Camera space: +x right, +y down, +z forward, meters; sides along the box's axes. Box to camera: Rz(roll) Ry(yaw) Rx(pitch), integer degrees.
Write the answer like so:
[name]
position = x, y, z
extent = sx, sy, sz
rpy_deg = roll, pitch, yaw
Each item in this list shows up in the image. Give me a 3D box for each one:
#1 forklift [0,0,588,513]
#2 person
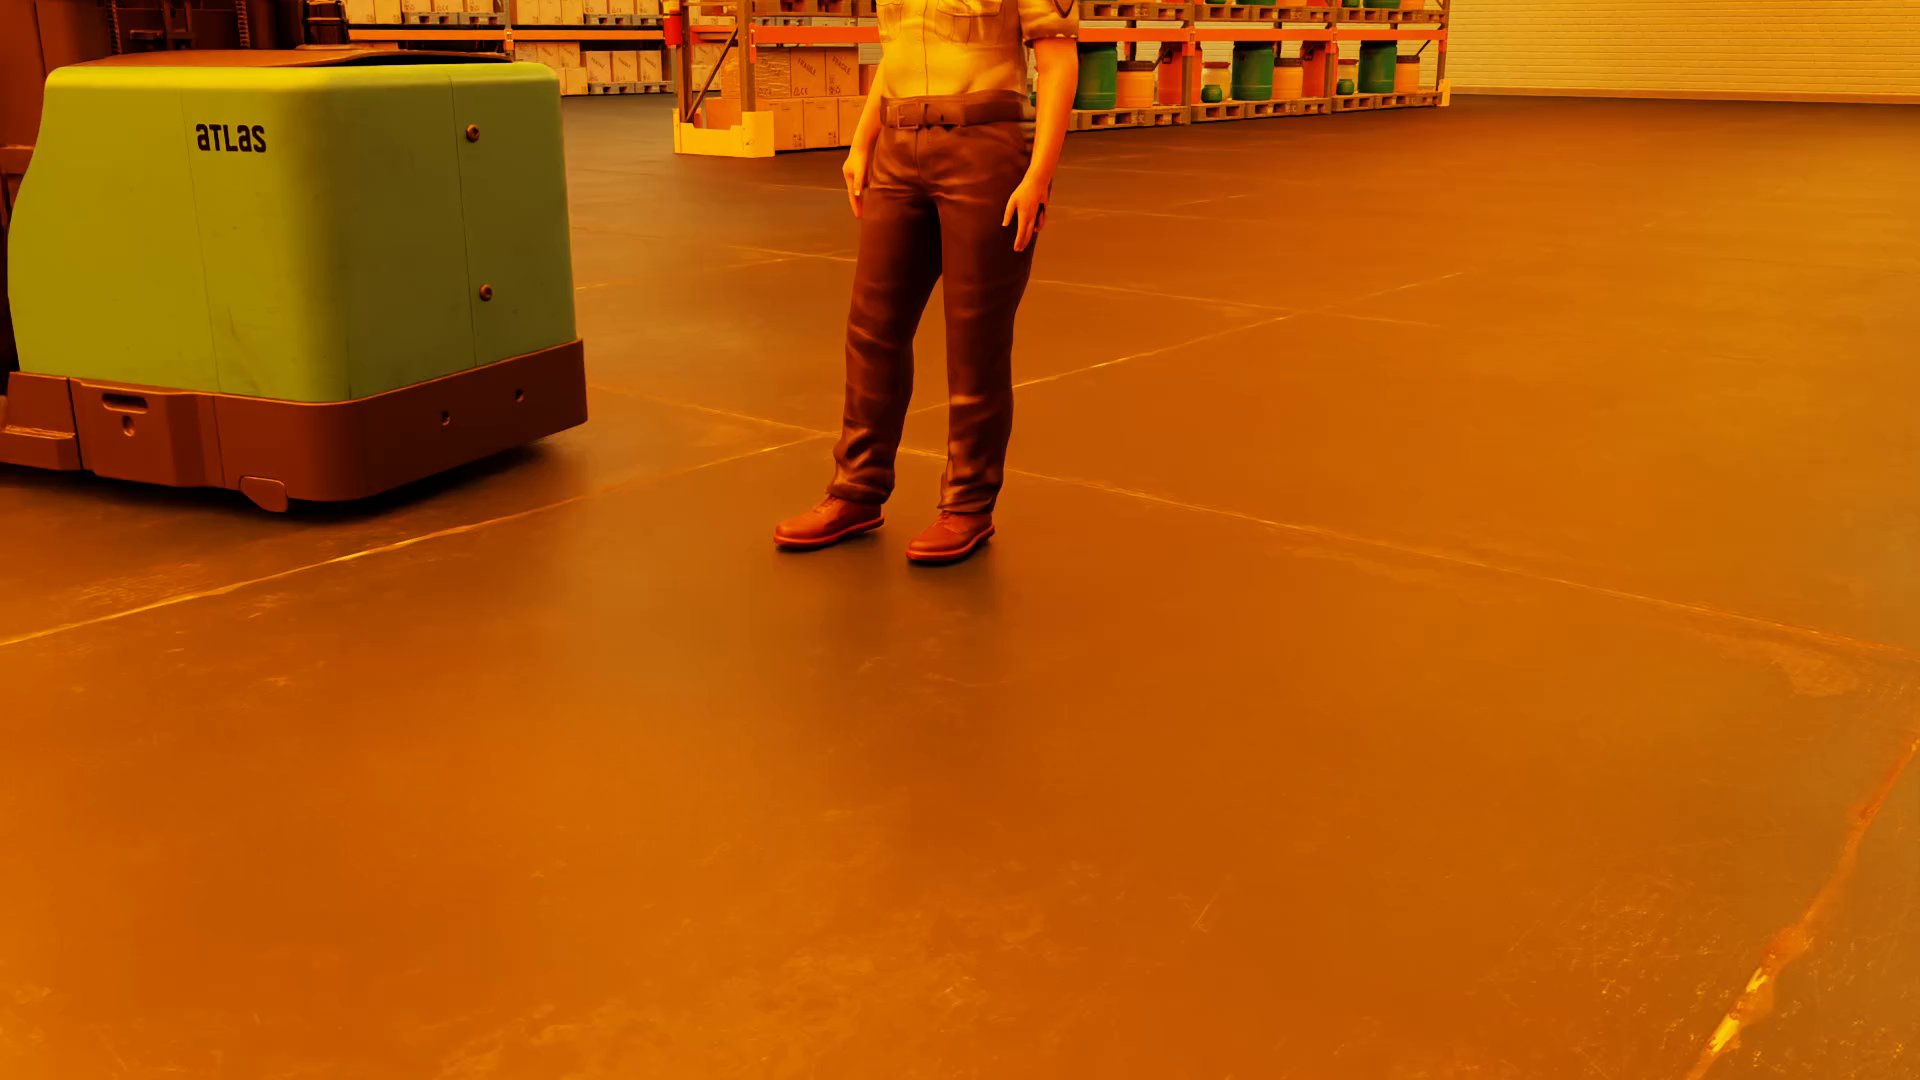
[forklift]
position = -2.648, -1.729, 4.592
extent = 3.031, 2.935, 1.130
rpy_deg = 7, 18, 22
[person]
position = -0.074, -0.780, 3.648
extent = 0.598, 1.651, 0.503
rpy_deg = 13, 21, 37
